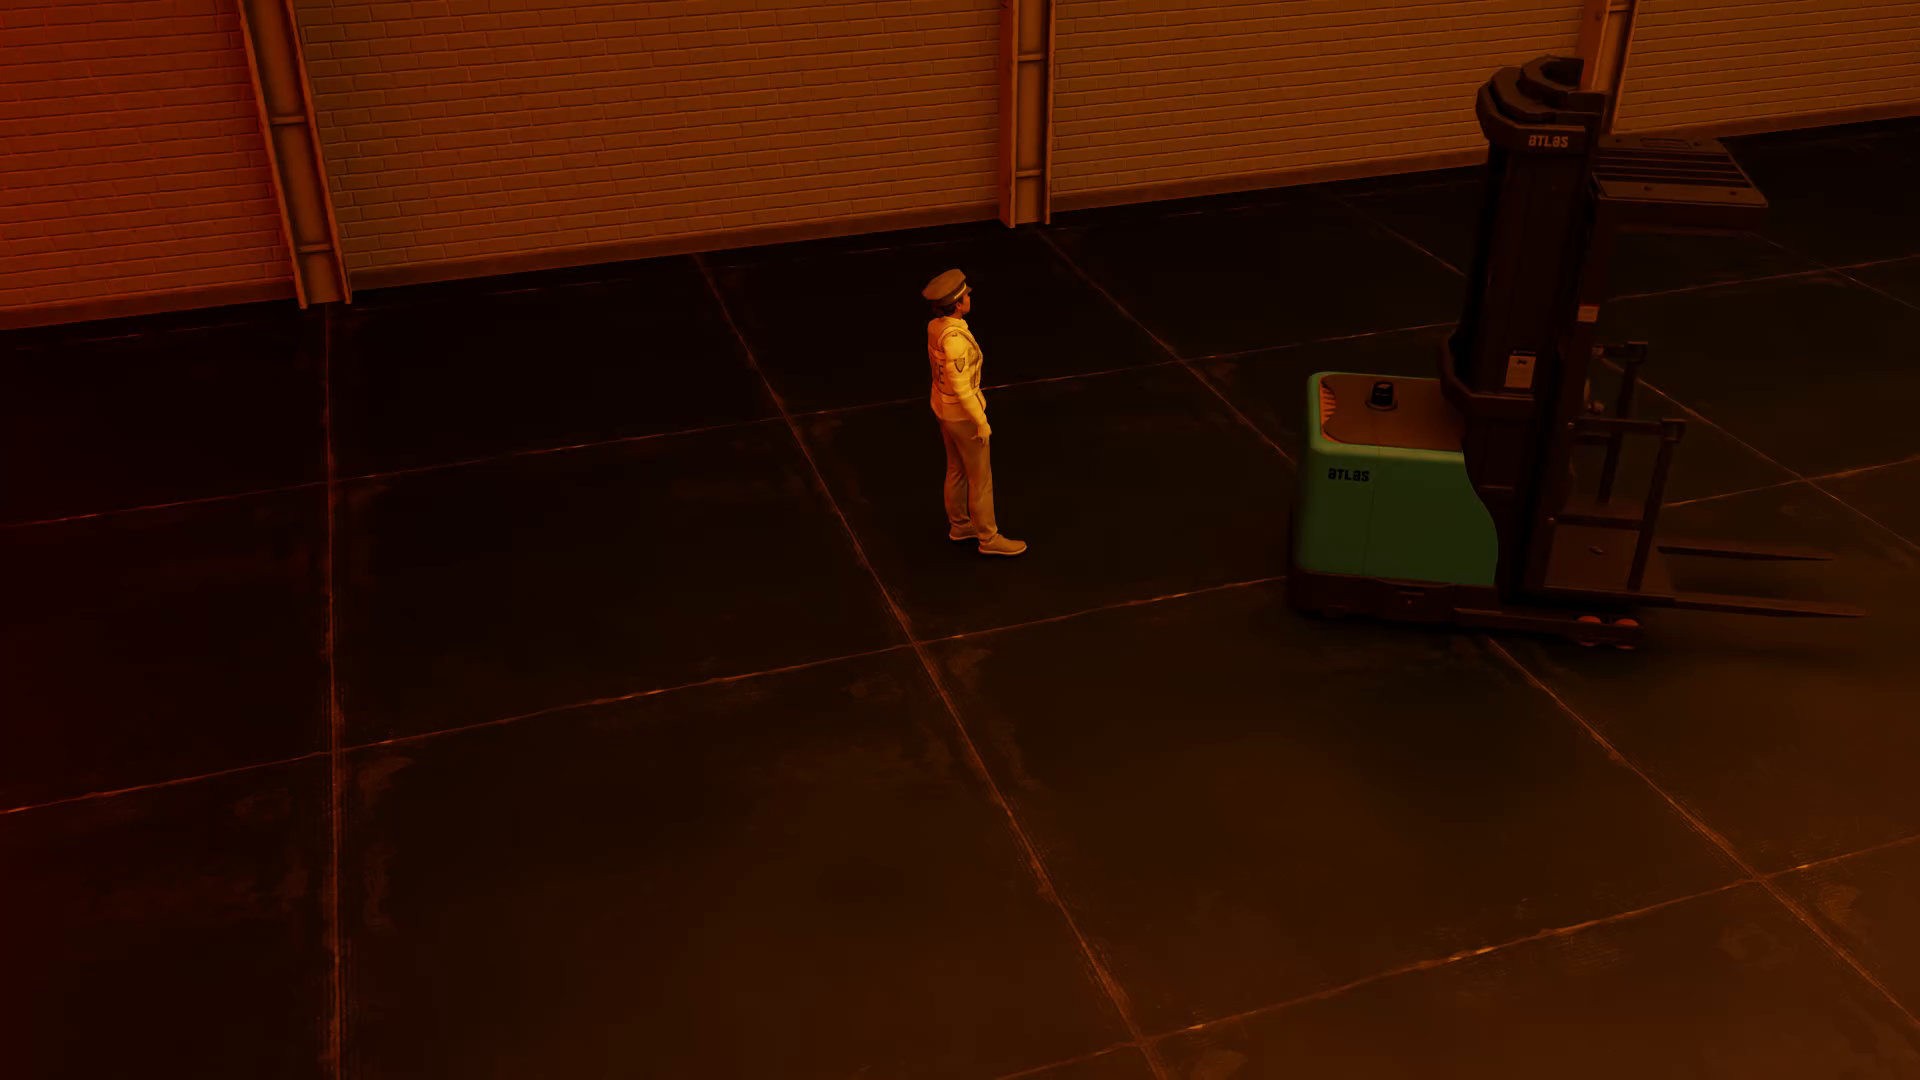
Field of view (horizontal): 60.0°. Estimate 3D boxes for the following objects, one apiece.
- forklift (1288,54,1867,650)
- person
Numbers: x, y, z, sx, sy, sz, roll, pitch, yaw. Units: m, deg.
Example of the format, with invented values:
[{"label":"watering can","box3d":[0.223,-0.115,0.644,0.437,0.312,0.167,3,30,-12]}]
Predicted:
[{"label":"forklift","box3d":[3.405,-0.963,8.760,3.031,2.935,1.130,5,30,8]},{"label":"person","box3d":[0.077,-0.749,9.616,0.512,1.691,0.586,-10,31,-16]}]
